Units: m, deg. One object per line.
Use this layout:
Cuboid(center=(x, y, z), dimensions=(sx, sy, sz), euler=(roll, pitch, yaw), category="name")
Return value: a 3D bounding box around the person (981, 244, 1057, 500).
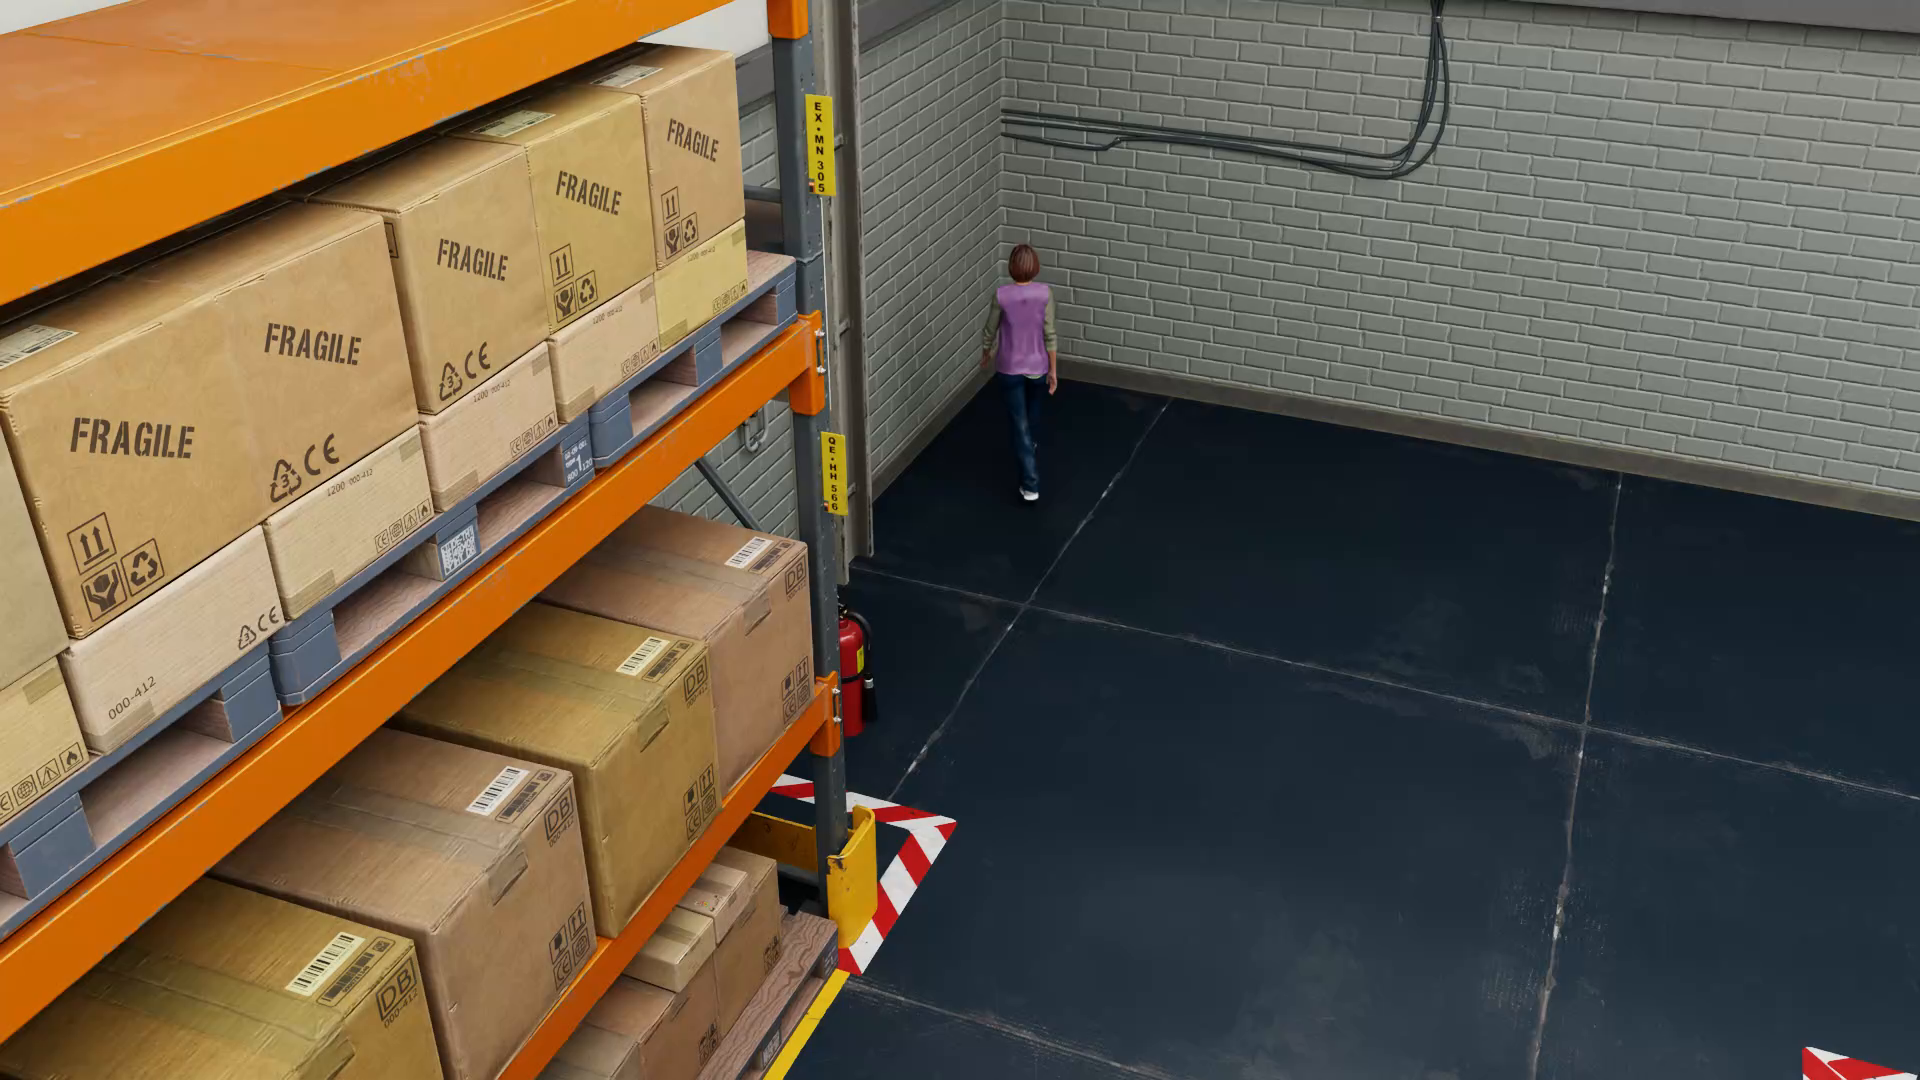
Cuboid(center=(0.351, -1.092, 10.252), dimensions=(0.440, 1.555, 0.894), euler=(-4, 30, -7), category="person")
